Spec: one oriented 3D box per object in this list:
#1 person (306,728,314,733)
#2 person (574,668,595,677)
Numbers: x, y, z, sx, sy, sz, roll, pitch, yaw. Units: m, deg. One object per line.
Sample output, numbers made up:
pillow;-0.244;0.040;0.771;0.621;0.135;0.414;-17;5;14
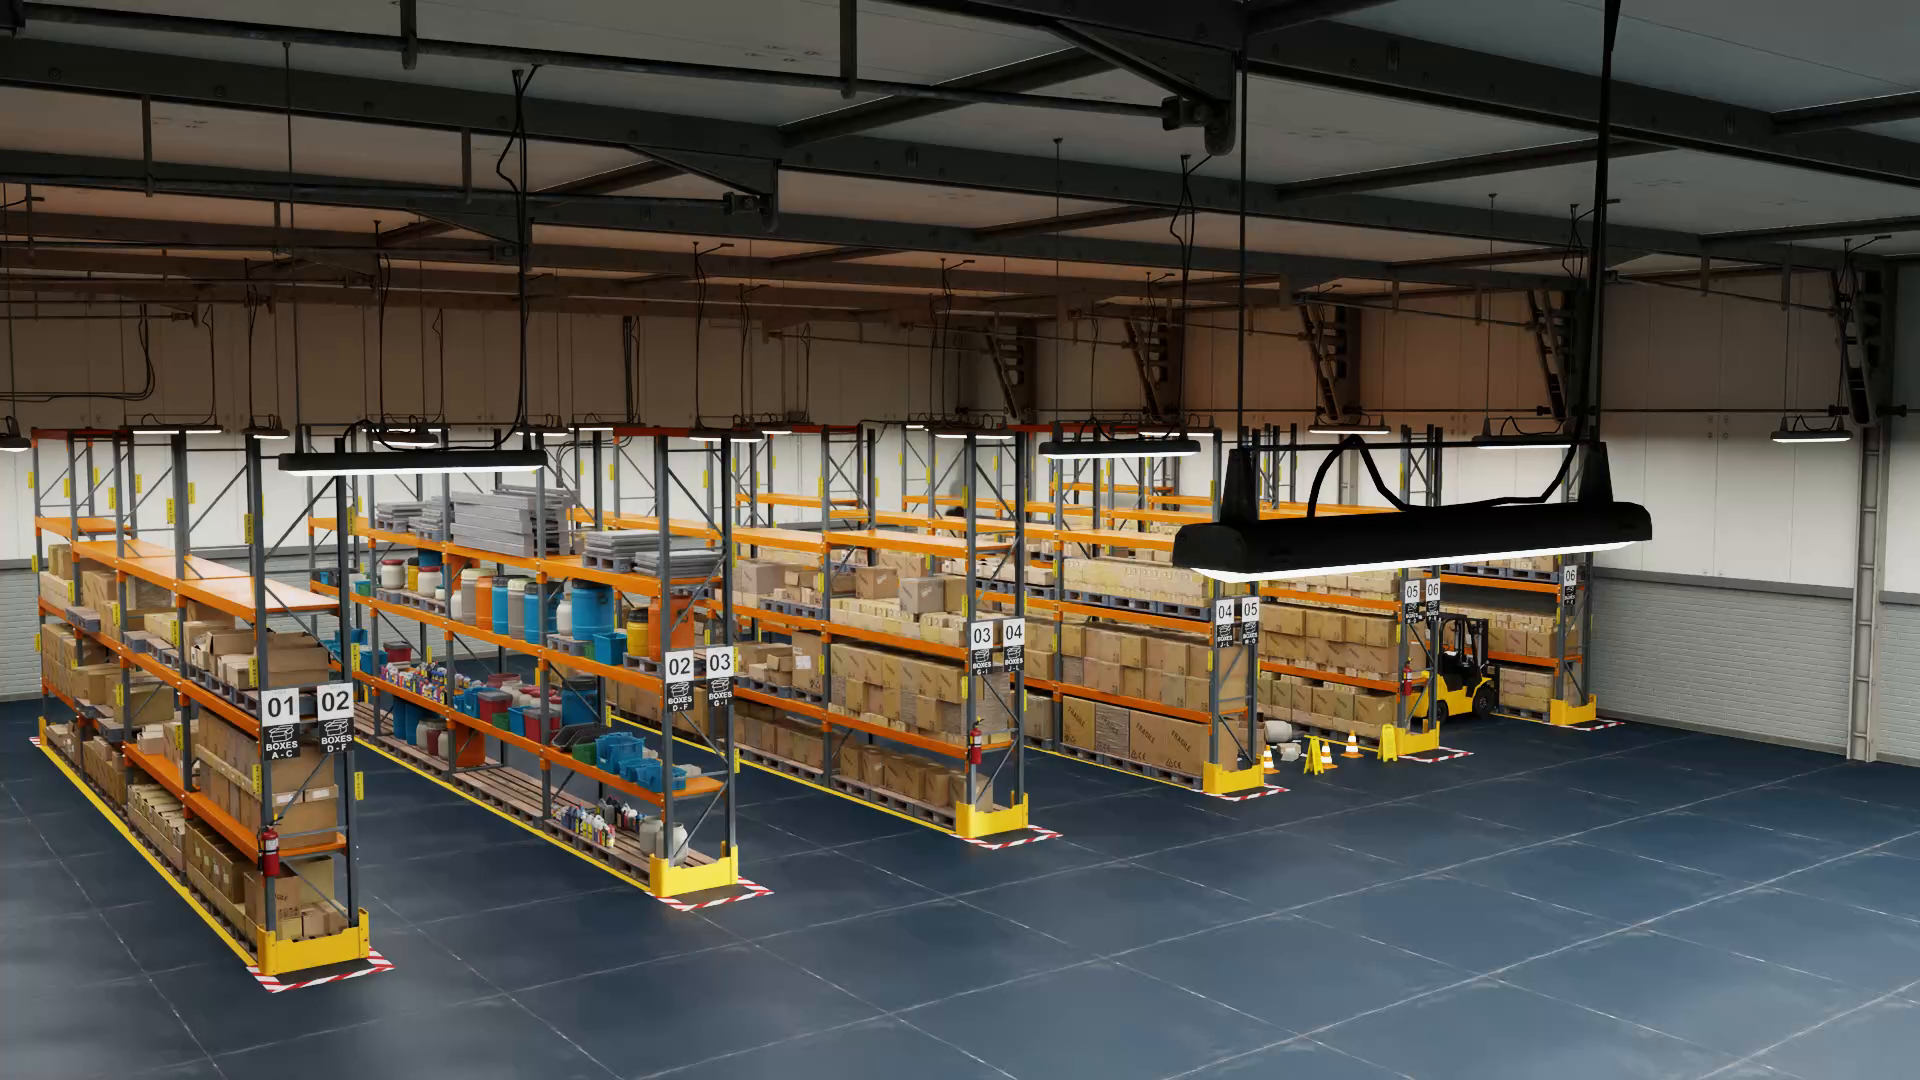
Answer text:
person;-10.959;3.308;27.551;0.826;1.788;0.644;4;6;40
person;-7.455;2.899;33.086;0.548;1.704;0.874;-4;6;-42
